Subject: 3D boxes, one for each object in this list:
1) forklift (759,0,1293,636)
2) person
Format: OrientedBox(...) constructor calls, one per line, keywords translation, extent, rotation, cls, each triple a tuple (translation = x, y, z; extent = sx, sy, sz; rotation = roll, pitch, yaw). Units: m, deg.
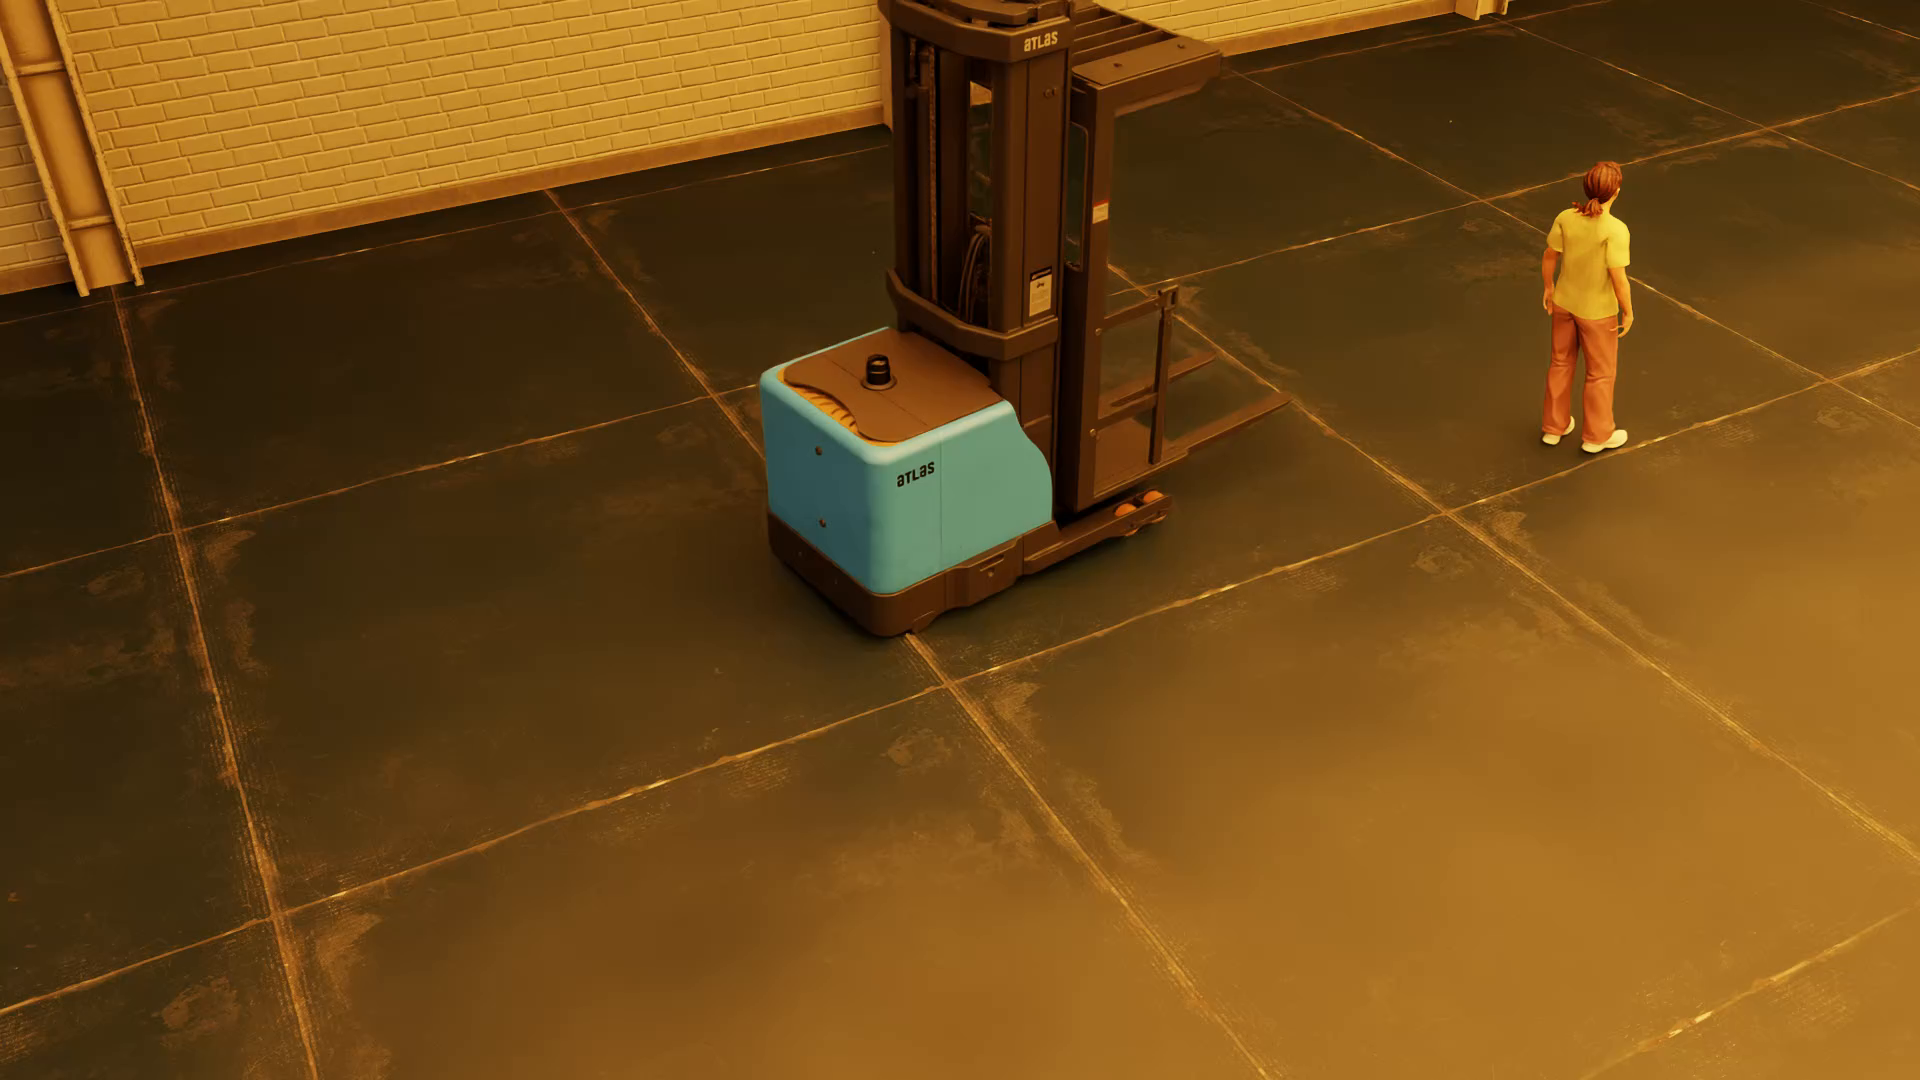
OrientedBox(translation=(0.493, -1.434, 8.152), extent=(3.031, 2.935, 1.130), rotation=(-25, 42, -30), cls="forklift")
OrientedBox(translation=(3.422, -1.270, 8.998), extent=(0.544, 1.676, 0.548), rotation=(-24, 42, -30), cls="person")
